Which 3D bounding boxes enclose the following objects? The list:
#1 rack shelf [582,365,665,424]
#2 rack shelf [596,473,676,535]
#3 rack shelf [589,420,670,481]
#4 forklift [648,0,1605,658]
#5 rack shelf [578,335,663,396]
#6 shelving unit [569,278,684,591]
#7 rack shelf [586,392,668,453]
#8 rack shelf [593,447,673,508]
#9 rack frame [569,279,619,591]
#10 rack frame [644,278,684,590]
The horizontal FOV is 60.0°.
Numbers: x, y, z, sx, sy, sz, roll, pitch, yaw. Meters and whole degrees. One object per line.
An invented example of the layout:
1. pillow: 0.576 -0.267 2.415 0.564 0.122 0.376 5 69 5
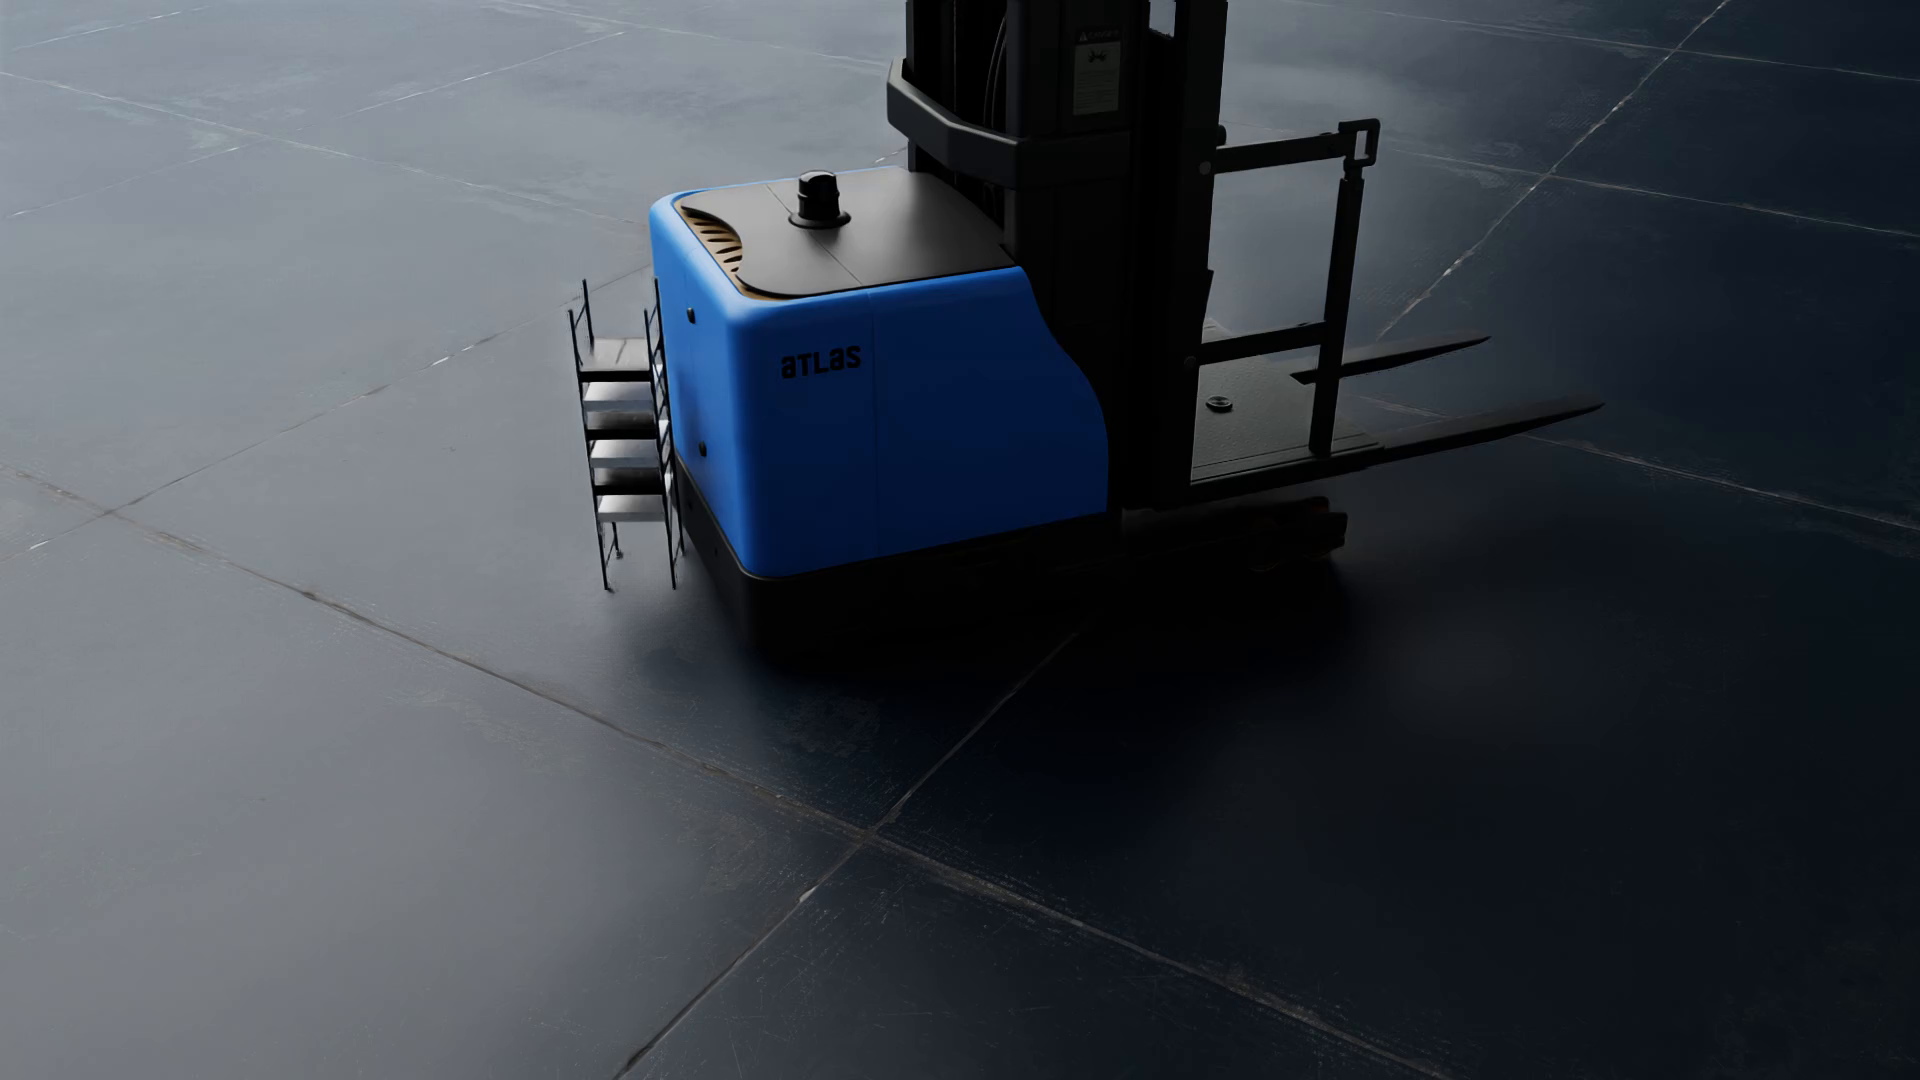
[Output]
1. rack shelf: -0.964 -0.424 4.792 0.200 0.077 0.258 -1 30 -1
2. rack shelf: -0.964 -0.113 4.973 0.200 0.077 0.258 -1 30 -1
3. rack shelf: -0.964 -0.268 4.883 0.200 0.077 0.258 -1 30 -1
4. forklift: 0.648 -1.404 4.747 3.031 2.935 1.130 -12 32 -19
5. rack shelf: -0.964 -0.501 4.746 0.200 0.077 0.258 -1 30 -1
6. shelving unit: -0.964 -0.297 4.866 0.210 0.900 0.258 -1 30 -1
7. rack shelf: -0.964 -0.346 4.837 0.200 0.077 0.258 -1 30 -1
8. rack shelf: -0.964 -0.191 4.928 0.200 0.077 0.258 -1 30 -1
9. rack frame: -1.066 -0.296 4.864 0.006 0.900 0.240 -1 30 -1
10. rack frame: -0.862 -0.298 4.868 0.006 0.900 0.240 -1 30 -1
